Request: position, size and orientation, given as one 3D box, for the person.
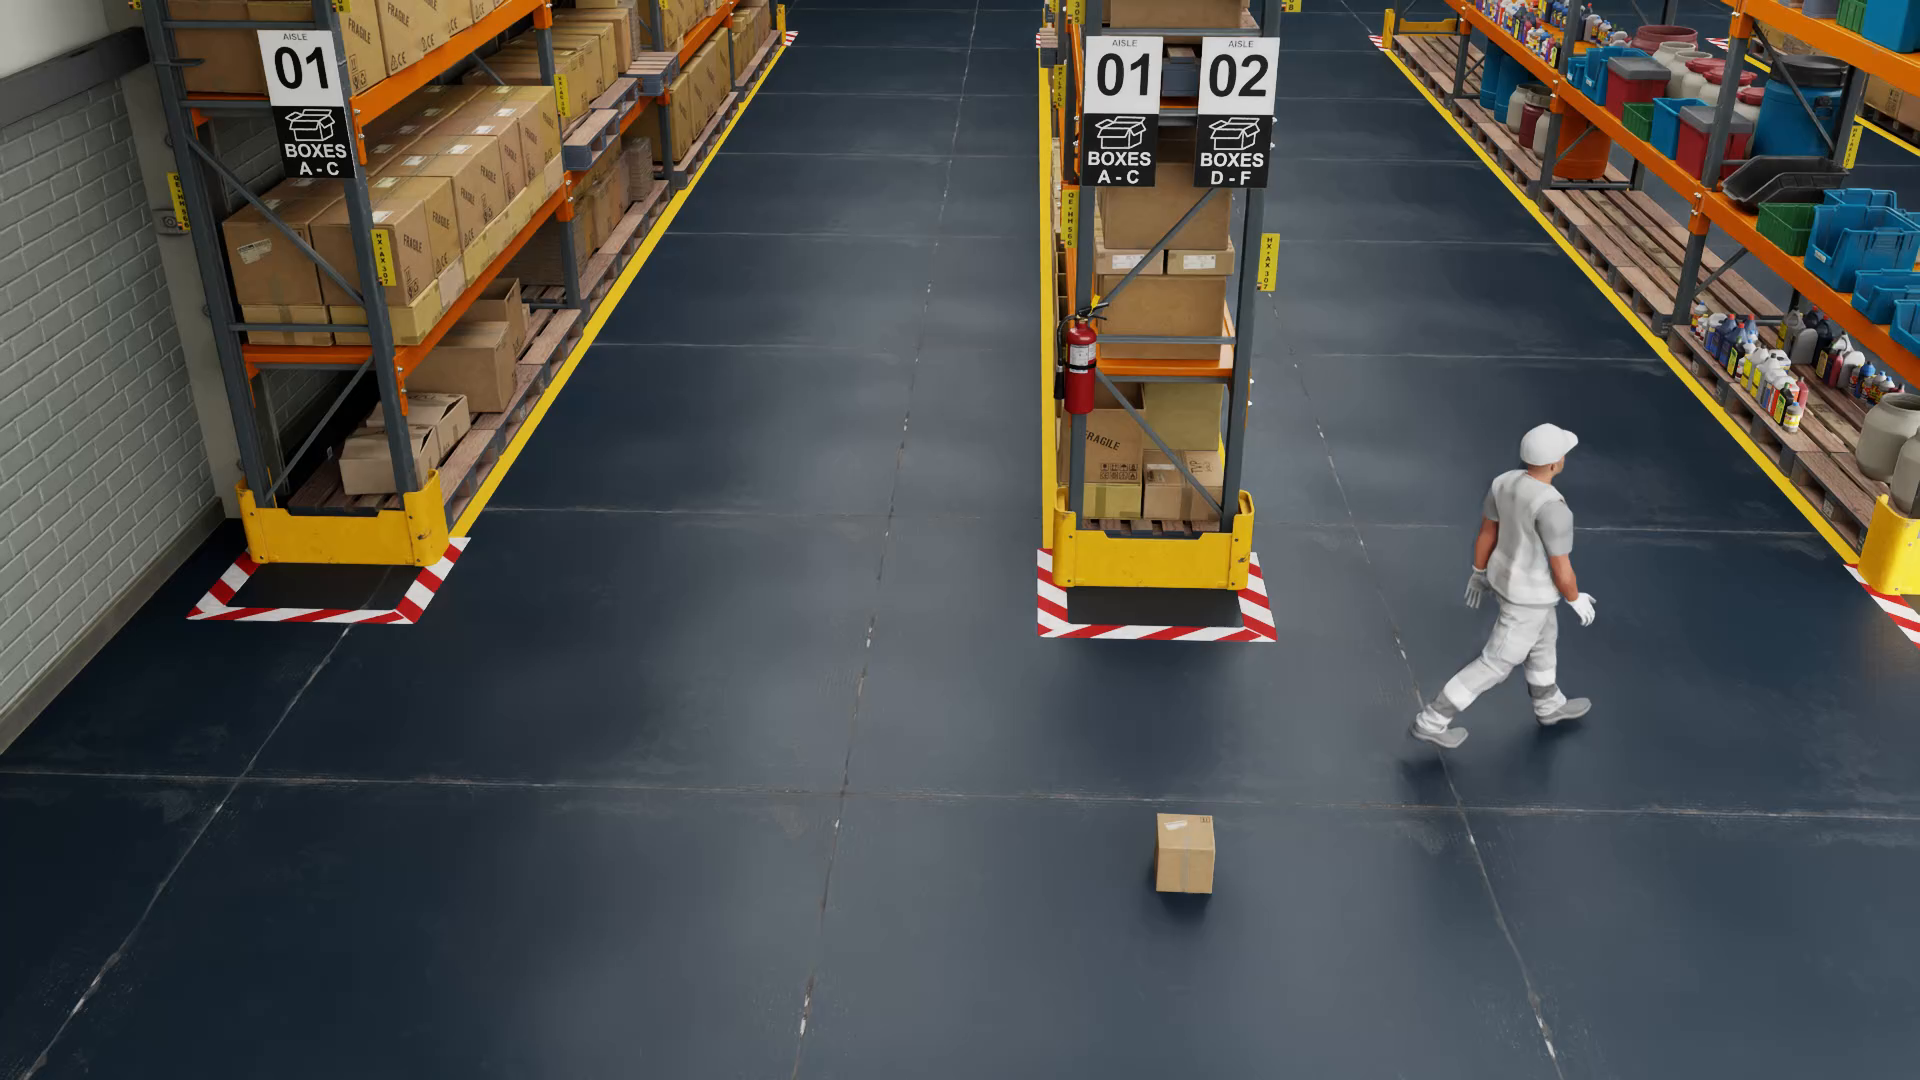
[{"bbox_3d":[2.781,0.237,8.148,1.073,1.743,0.529,-5,28,-9],"label":"person"}]
